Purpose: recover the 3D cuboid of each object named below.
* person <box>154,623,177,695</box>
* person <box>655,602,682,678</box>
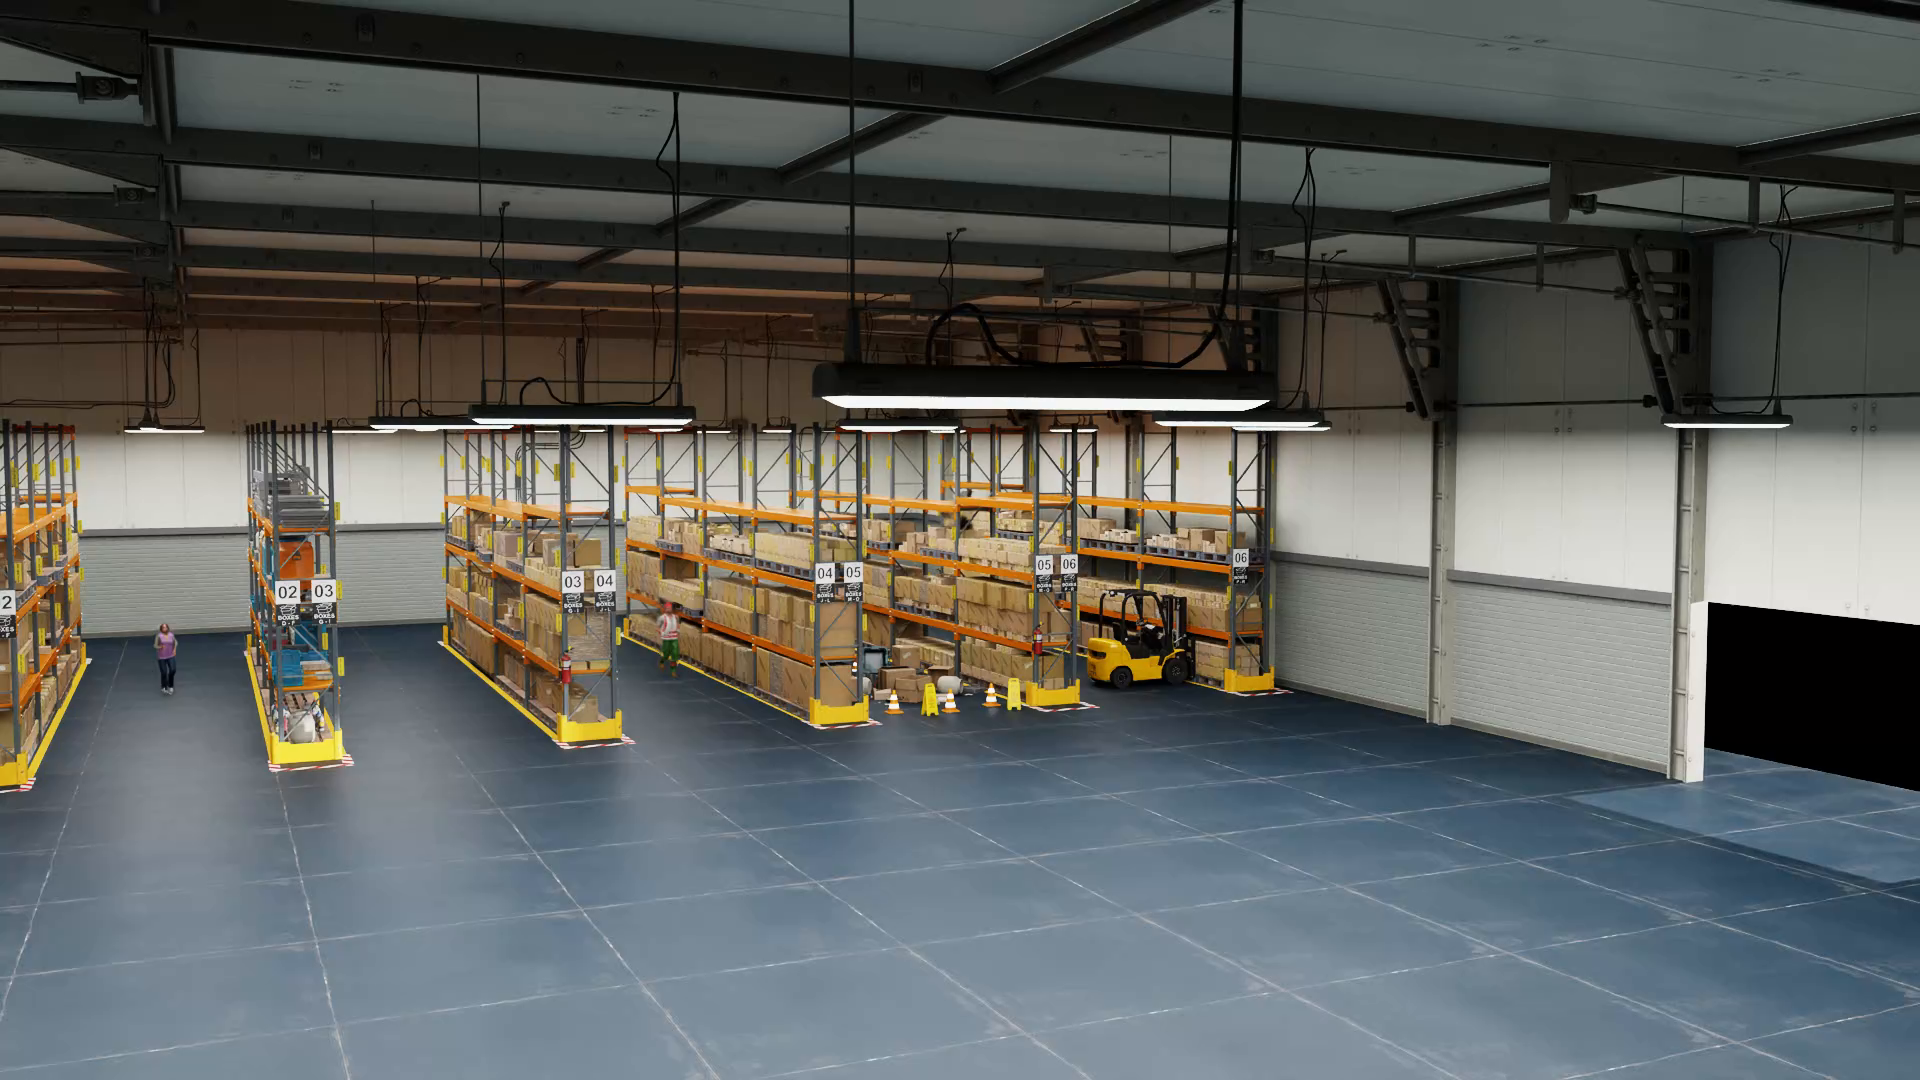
[{"bbox_3d":[-17.518,2.678,36.723,0.517,1.513,0.639,-3,4,-35],"label":"person"},{"bbox_3d":[-6.917,2.365,39.570,0.655,1.769,0.888,-2,4,-32],"label":"person"}]
